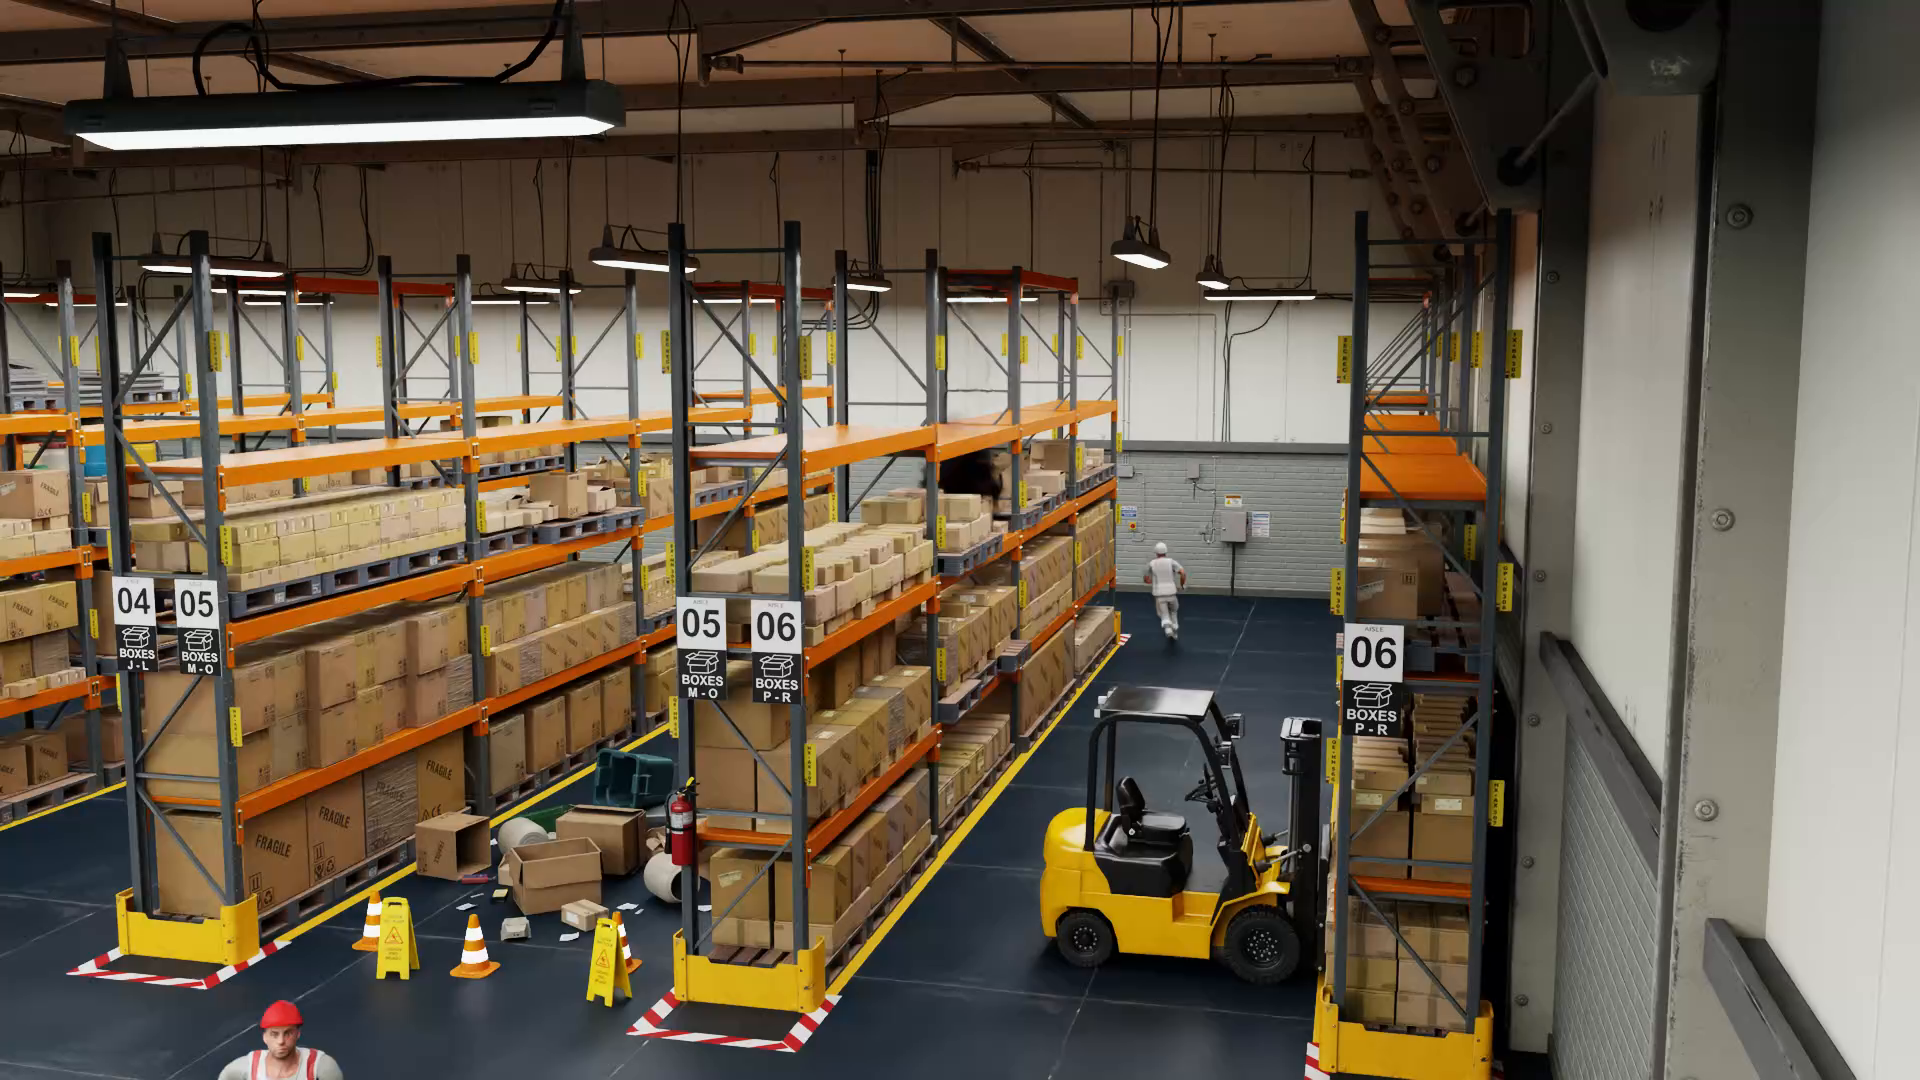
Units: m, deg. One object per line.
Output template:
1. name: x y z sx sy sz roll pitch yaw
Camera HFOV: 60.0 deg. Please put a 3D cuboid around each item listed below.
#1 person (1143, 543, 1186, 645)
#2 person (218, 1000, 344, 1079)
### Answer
1. person: 3.403 0.927 27.713 0.699 1.771 0.901 0 7 2
2. person: -3.463 3.256 8.538 0.632 1.830 0.754 -3 8 -25
